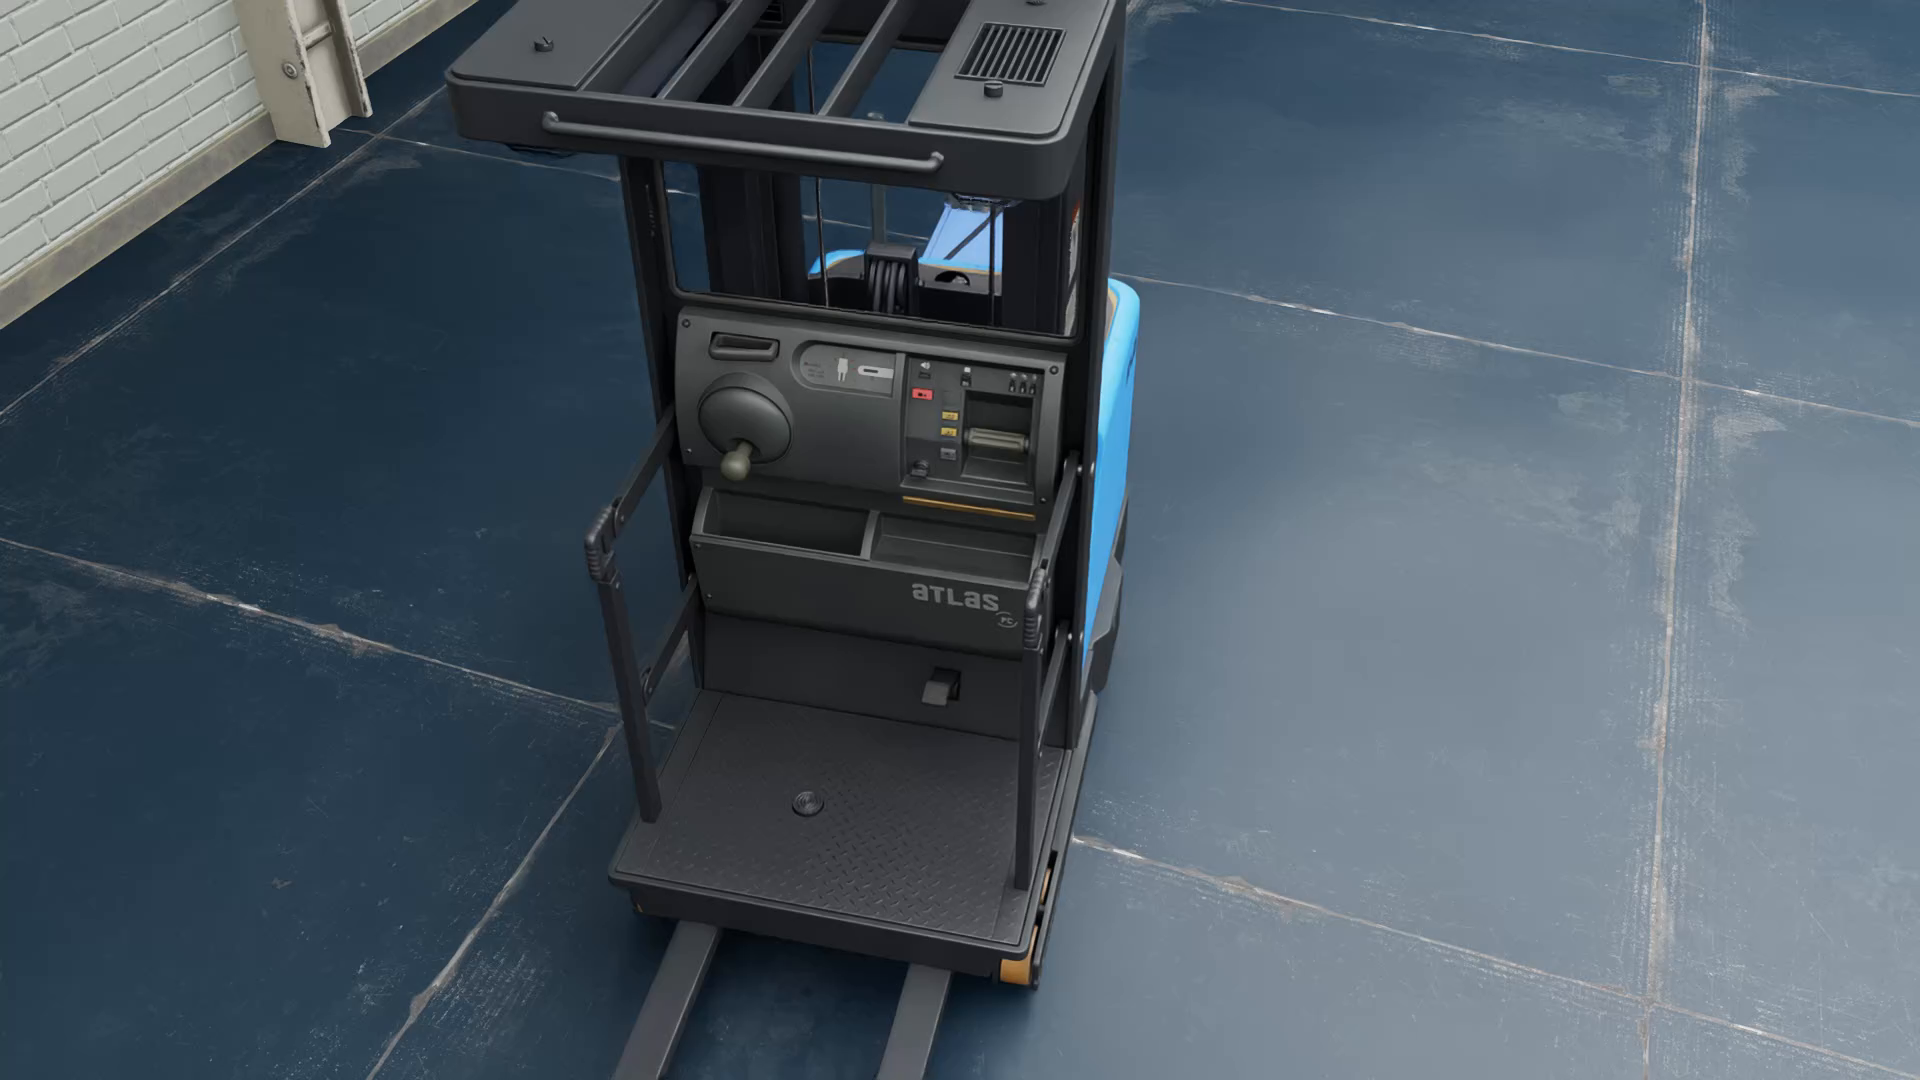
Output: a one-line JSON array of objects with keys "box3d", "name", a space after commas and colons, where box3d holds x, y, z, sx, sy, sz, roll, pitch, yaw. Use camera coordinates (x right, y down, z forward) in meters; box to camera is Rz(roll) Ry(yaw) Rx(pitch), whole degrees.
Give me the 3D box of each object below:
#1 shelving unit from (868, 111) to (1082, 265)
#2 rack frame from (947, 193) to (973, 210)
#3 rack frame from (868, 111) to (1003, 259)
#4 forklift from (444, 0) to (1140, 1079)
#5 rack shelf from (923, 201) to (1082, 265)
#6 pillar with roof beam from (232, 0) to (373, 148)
[{"box3d": [0.086, -0.980, 5.743, 0.538, 1.500, 1.048, 8, 41, 10], "name": "shelving unit"}, {"box3d": [0.197, -1.302, 6.121, 0.500, 1.500, 0.032, 8, 41, 10], "name": "rack frame"}, {"box3d": [-0.025, -0.658, 5.366, 0.500, 1.500, 0.032, 8, 41, 10], "name": "rack frame"}, {"box3d": [-0.266, -0.219, 3.749, 1.130, 2.935, 3.031, 8, 41, 10], "name": "forklift"}, {"box3d": [0.086, -0.843, 5.860, 0.538, 0.185, 1.000, 8, 41, 10], "name": "rack shelf"}, {"box3d": [0.933, -4.495, 4.086, 9.100, 9.000, 0.400, 13, 42, 15], "name": "pillar with roof beam"}]
